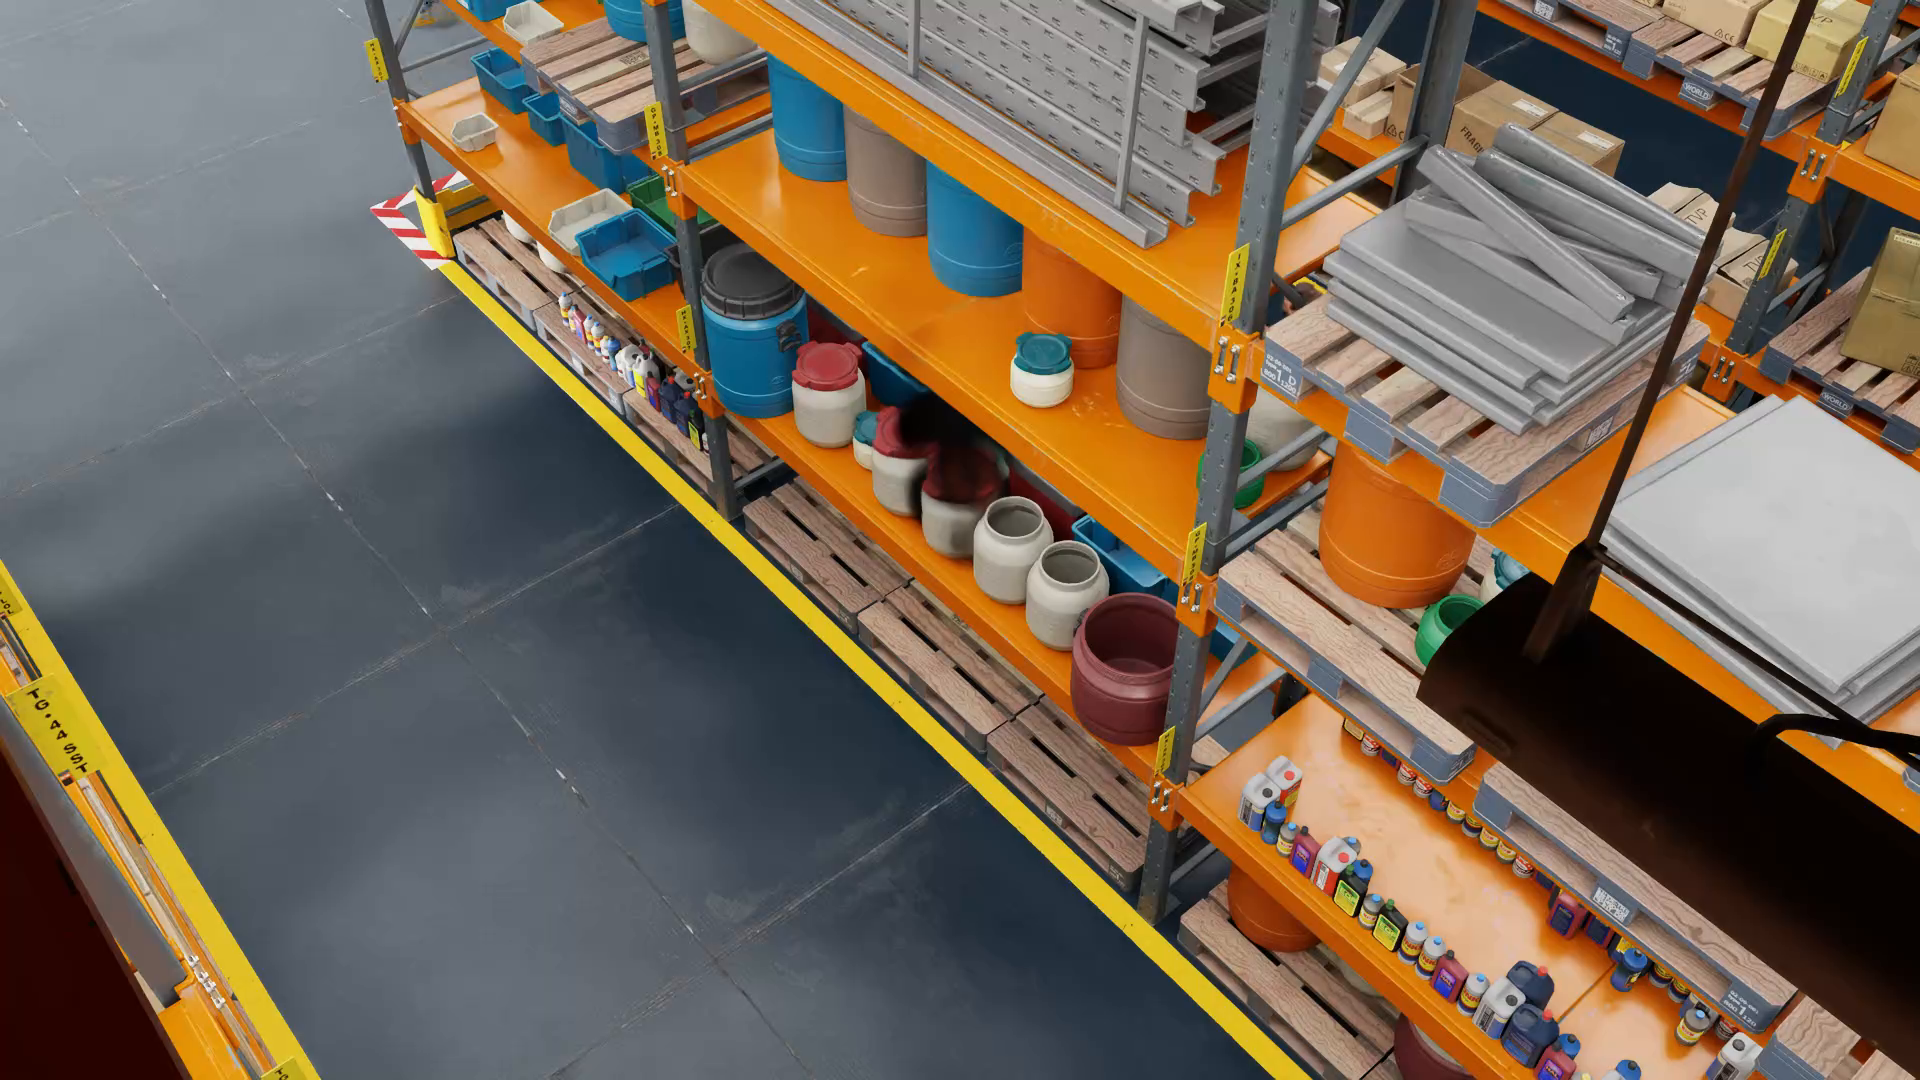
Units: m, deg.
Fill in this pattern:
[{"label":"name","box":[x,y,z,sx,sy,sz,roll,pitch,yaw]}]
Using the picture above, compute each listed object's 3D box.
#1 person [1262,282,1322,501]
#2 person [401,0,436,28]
[{"label":"person","box":[1.967,-0.882,10.297,0.673,1.761,0.544,34,55,28]},{"label":"person","box":[-4.815,-5.471,15.000,0.832,1.733,0.712,-13,48,-12]}]
